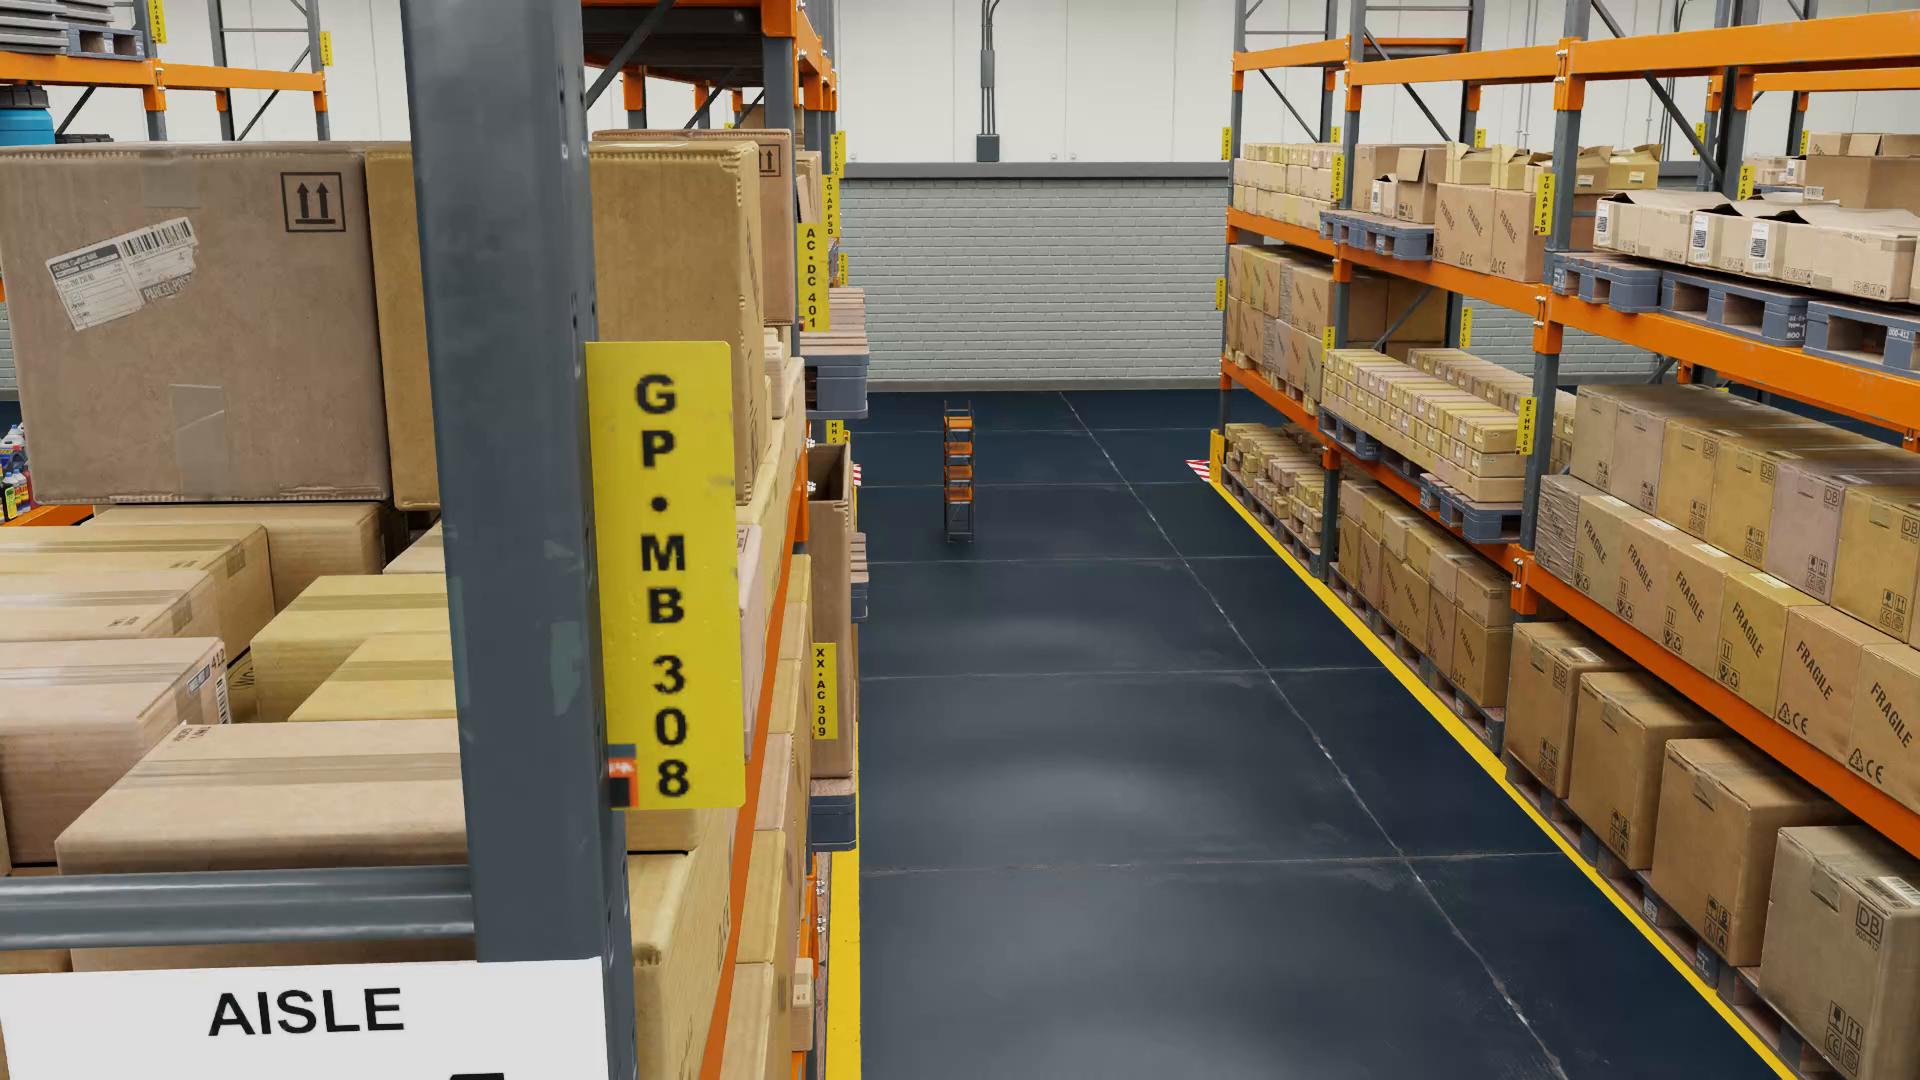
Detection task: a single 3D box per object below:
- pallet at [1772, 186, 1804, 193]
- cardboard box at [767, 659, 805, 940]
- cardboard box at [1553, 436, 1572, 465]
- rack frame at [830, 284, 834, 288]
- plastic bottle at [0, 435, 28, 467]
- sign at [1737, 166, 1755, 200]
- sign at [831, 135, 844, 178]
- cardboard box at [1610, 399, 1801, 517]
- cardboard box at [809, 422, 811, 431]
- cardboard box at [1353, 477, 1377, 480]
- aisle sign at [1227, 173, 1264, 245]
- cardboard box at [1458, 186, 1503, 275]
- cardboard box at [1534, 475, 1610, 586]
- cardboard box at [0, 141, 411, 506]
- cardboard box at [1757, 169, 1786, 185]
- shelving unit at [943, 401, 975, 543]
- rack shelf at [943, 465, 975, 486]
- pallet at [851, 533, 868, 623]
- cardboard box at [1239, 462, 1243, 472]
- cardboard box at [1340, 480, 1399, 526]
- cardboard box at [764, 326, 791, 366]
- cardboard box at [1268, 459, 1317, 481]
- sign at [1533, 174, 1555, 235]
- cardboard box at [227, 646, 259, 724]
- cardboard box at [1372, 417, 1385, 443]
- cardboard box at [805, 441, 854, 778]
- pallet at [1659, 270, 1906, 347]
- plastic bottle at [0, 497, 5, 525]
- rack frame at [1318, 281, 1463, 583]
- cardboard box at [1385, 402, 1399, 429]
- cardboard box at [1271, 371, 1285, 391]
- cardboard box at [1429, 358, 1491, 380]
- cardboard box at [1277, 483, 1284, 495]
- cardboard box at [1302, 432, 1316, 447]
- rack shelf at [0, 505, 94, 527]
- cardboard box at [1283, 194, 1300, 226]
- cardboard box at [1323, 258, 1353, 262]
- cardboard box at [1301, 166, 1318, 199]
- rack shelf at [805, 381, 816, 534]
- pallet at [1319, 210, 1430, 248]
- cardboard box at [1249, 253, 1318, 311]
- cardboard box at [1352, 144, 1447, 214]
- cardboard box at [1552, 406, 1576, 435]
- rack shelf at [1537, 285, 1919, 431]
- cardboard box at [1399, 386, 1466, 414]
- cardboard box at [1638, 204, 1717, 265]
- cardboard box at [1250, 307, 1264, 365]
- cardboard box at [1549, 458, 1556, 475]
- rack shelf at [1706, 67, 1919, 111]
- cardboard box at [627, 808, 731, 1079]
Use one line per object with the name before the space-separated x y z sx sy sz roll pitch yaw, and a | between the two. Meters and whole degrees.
pallet | 8.293 -3.140 15.369 1.003 0.211 1.213 -1 14 -3
cardboard box | -0.624 0.598 3.877 0.500 0.500 0.500 -1 14 -3
cardboard box | 3.871 -0.544 10.186 0.380 0.149 0.250 0 14 -1
rack frame | -1.485 -1.071 13.169 1.000 3.000 0.127 -1 14 -3
plastic bottle | -6.571 -0.585 11.531 0.152 0.276 0.135 -1 14 -3
sign | 4.274 -1.875 9.080 0.100 0.325 0.005 -1 14 -3
sign | -0.944 -2.937 12.733 0.100 0.325 0.005 -1 14 -3
cardboard box | 3.770 -0.423 8.442 0.700 0.500 0.500 -1 14 -4
cardboard box | -1.065 -0.505 10.769 0.500 0.500 0.500 -1 14 -4
cardboard box | 3.635 -0.454 14.454 0.380 0.149 0.250 -1 14 -4
aisle sign | 2.920 -3.390 16.964 0.394 0.787 0.004 -1 14 -3
cardboard box | 3.387 -1.891 10.135 0.500 0.500 0.500 -1 14 -3
cardboard box | 3.478 -0.060 9.040 0.500 0.500 0.500 -1 14 -3
cardboard box | -1.090 -0.355 2.567 0.500 0.500 0.500 -1 14 -3
cardboard box | 7.996 -3.527 16.157 0.380 0.149 0.250 0 14 -1
shelving unit | -0.010 -0.622 15.037 0.258 1.200 0.503 -1 14 -3
rack shelf | -0.010 -0.557 15.054 0.258 0.148 0.480 -1 14 -3
pallet | -1.086 0.192 8.644 1.213 0.211 1.003 -1 14 -3
cardboard box | 3.035 -0.741 16.764 0.380 0.149 0.250 -1 14 -4
cardboard box | 3.254 -0.290 12.804 0.500 0.250 0.500 -2 15 -6
cardboard box | -0.681 -0.578 4.734 0.380 0.149 0.250 0 14 -2
cardboard box | 3.036 -0.641 15.182 0.380 0.149 0.250 -1 14 -5
sign | 3.178 -1.823 9.033 0.100 0.325 0.005 -1 14 -3
cardboard box | -1.058 0.293 2.148 0.500 0.250 0.500 -1 14 -3
cardboard box | 3.124 -0.774 11.677 0.380 0.149 0.250 -1 14 -4
cardboard box | -0.899 0.225 6.085 1.000 1.000 1.000 -1 14 -3
pallet | 3.885 -1.051 7.452 1.003 0.211 1.213 0 14 -1
plastic bottle | -5.901 -0.194 10.157 0.097 0.201 0.097 0 14 0
rack frame | 3.472 -1.122 13.369 1.000 3.000 0.127 -1 14 -3
cardboard box | 3.136 -0.854 11.391 0.380 0.149 0.250 -1 14 -5
cardboard box | 3.052 -1.456 15.169 0.380 0.149 0.250 -1 14 -2
cardboard box | 3.723 -1.264 12.388 0.380 0.149 0.250 -1 14 -5
cardboard box | 3.122 -0.490 15.192 0.380 0.149 0.250 -2 15 -6
cardboard box | 3.611 -0.974 16.478 0.380 0.149 0.250 -1 14 -5
rack shelf | -6.304 -0.149 11.028 1.077 0.370 4.000 -1 14 -3
cardboard box | 3.121 -2.871 14.446 0.500 0.250 0.500 -1 14 -4
cardboard box | 3.609 -2.297 15.131 0.500 0.500 0.500 -1 14 -5
cardboard box | 3.169 -2.985 13.886 0.500 0.250 0.500 -1 15 -6
rack shelf | -1.113 -0.683 7.085 1.077 0.370 4.000 -1 14 -3
pallet | 3.404 -2.329 12.415 1.213 0.211 1.003 -1 14 -3
cardboard box | 3.035 -2.423 15.620 0.500 0.500 0.500 -1 14 -5
cardboard box | 3.386 -2.731 12.557 0.700 0.500 0.500 -1 14 -3
cardboard box | 3.854 -0.743 10.362 0.380 0.149 0.250 -1 14 -4
rack shelf | 3.844 -0.734 7.285 1.077 0.370 4.000 -1 14 -3
cardboard box | 3.154 -0.934 11.103 0.380 0.149 0.250 0 14 -1
cardboard box | 3.576 -1.451 7.885 0.500 0.250 0.500 0 14 -2
cardboard box | 3.053 -1.939 15.745 0.500 0.500 0.500 -1 14 -3
cardboard box | 3.860 -0.457 10.446 0.380 0.149 0.250 0 14 -1
rack shelf | 8.282 -4.085 15.088 1.077 0.370 4.000 -1 14 -3
cardboard box | -0.513 0.410 1.696 0.500 0.250 0.500 0 14 -2
